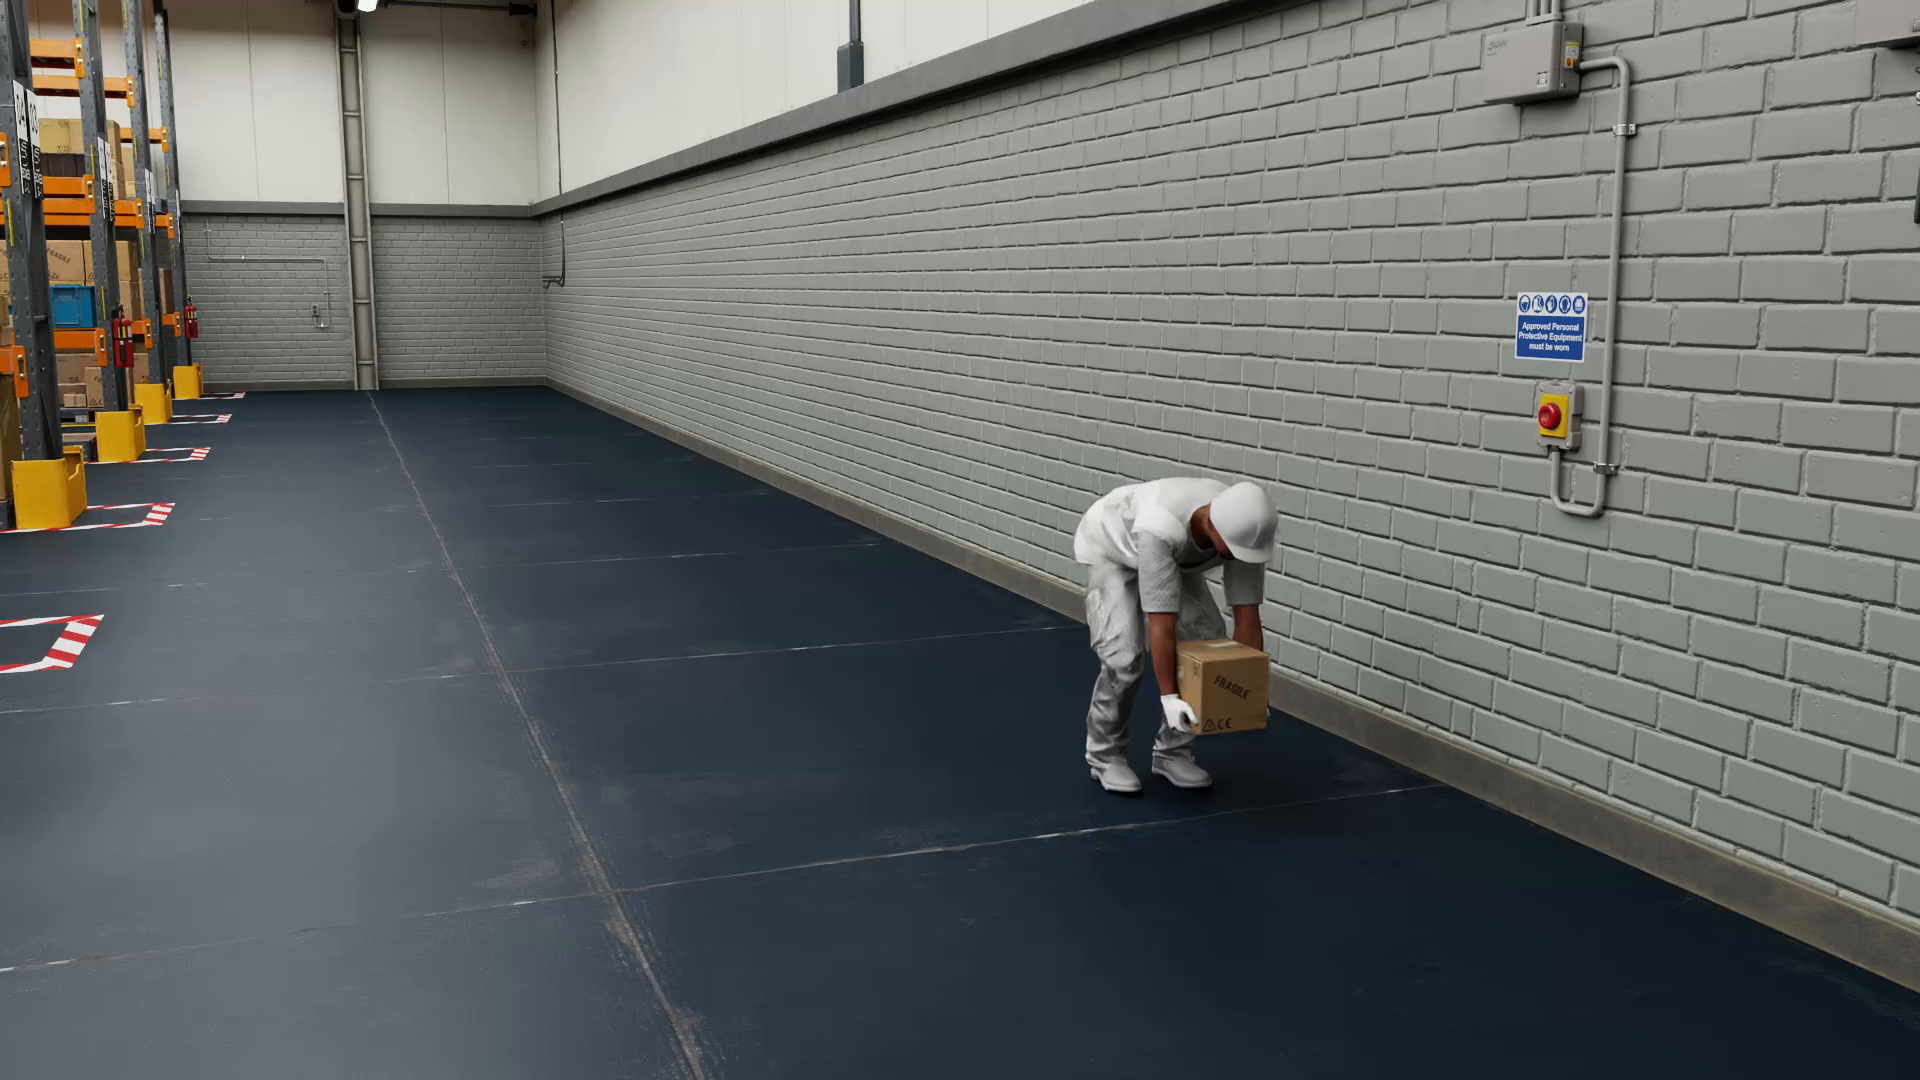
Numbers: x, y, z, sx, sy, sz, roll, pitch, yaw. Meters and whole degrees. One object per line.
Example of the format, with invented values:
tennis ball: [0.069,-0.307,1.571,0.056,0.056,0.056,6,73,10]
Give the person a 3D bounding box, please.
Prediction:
person: [0.759,0.328,5.743,0.528,1.146,0.970,-4,10,-24]
